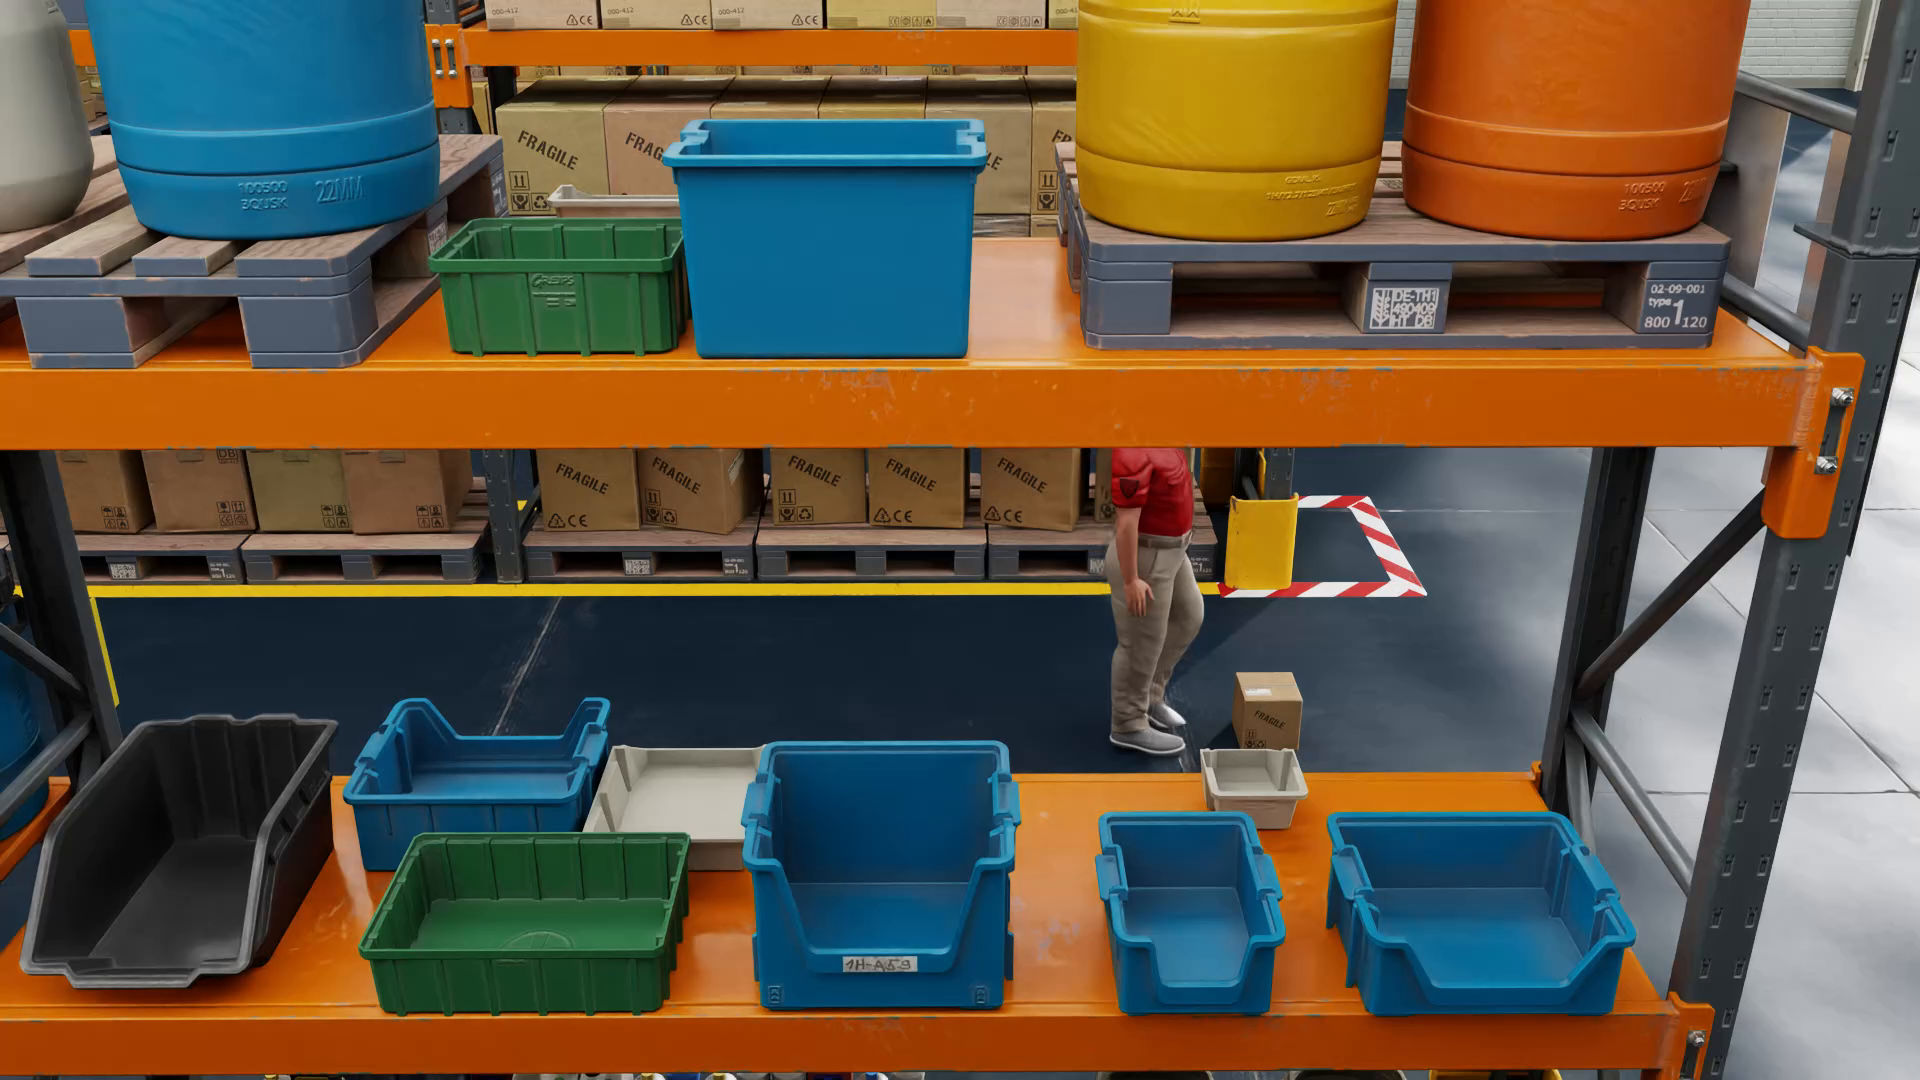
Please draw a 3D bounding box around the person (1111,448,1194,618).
[{"bbox_3d":[0.788,-0.243,6.788,0.339,1.031,0.567,5,25,12],"label":"person"}]
